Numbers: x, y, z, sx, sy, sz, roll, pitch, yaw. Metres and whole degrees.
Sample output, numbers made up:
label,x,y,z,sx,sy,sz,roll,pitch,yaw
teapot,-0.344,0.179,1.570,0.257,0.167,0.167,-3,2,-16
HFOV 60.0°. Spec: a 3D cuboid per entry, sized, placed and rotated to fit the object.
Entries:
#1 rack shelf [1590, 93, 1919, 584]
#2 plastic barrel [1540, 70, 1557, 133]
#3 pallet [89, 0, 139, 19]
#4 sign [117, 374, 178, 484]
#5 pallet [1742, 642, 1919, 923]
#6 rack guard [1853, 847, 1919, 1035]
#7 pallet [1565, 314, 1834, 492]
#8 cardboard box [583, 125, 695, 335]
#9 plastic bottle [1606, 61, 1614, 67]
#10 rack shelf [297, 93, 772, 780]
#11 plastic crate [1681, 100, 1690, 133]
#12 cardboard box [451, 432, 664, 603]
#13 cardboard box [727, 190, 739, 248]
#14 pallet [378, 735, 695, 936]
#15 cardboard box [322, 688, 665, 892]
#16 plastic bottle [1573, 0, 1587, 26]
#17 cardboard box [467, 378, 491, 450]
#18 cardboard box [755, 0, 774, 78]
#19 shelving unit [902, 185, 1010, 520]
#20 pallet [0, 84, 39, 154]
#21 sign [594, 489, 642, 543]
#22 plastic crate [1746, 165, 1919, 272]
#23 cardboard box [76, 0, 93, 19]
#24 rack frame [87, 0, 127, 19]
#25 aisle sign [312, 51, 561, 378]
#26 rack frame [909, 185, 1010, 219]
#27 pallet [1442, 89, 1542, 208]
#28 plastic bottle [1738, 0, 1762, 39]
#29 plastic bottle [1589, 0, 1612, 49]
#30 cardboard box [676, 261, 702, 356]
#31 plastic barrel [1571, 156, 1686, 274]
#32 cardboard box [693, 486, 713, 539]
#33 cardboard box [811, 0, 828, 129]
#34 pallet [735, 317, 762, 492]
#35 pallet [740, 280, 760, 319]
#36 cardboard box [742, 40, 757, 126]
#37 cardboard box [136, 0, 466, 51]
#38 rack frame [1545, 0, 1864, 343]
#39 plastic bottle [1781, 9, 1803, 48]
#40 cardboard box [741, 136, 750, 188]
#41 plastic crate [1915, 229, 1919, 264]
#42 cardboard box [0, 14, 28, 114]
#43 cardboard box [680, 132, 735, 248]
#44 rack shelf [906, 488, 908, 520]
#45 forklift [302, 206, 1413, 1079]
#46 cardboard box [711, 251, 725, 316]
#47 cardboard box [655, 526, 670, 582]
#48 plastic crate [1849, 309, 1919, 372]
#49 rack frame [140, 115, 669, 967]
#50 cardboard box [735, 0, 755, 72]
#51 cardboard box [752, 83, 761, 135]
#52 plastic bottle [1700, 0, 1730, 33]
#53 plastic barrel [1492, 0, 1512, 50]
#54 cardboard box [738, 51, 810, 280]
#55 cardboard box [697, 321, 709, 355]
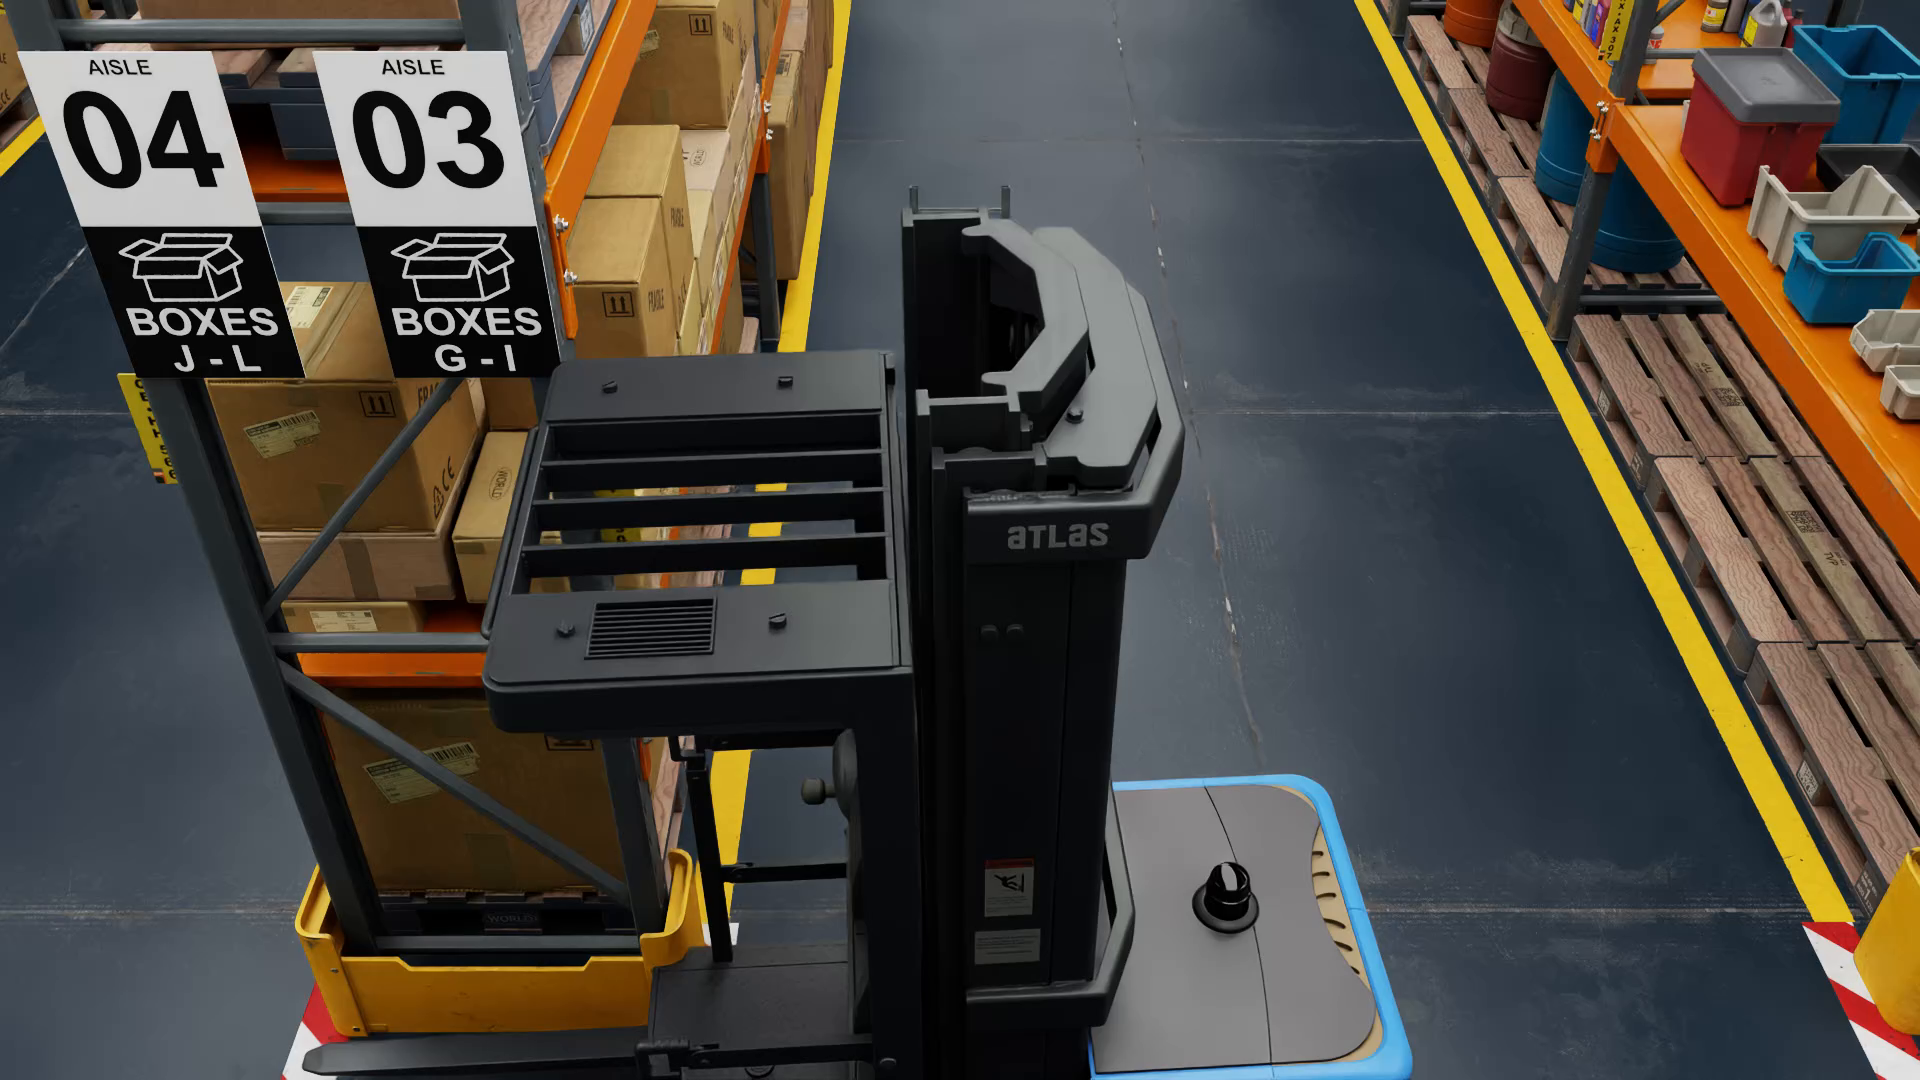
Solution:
label,x,y,z,sx,sy,sz,roll,pitch,yaw
rack shelf,3.530,-0.690,6.288,1.077,0.370,4.000,0,39,0
plastic barrel,3.632,-2.551,9.688,0.421,0.512,0.421,0,39,0
pallet,-6.315,-4.184,12.302,1.003,0.211,1.213,0,39,0
sign,-1.963,-0.269,4.072,0.100,0.325,0.005,0,39,0
pallet,3.570,0.852,6.018,1.003,0.211,1.213,0,39,0
rack guard,3.545,1.270,5.265,1.175,0.500,0.348,0,39,0
pallet,3.567,-0.673,7.922,1.003,0.211,1.213,0,39,0
cardboard box,-1.158,-1.004,5.386,0.500,0.500,0.500,-1,39,-1
plastic bottle,3.204,-2.419,7.969,0.152,0.276,0.135,0,39,0
rack shelf,-1.423,-0.686,6.283,1.077,0.370,4.000,0,39,0
plastic crate,3.385,-1.851,7.324,0.396,0.136,0.243,0,39,0
cardboard box,-1.151,-0.074,4.826,0.500,0.250,0.500,-1,39,-1
cardboard box,-1.096,-1.286,6.657,0.380,0.149,0.250,1,39,1
pallet,-1.500,0.872,5.993,1.003,0.211,1.213,0,39,0
cardboard box,-1.501,0.549,5.530,0.875,0.875,0.875,0,39,0
plastic bottle,3.200,-2.777,8.356,0.144,0.351,0.185,0,39,0
cardboard box,-1.686,-0.394,5.225,0.500,0.250,0.500,-1,39,-1
cardboard box,-1.176,-2.545,7.947,0.500,0.500,0.500,0,39,0
shelving unit,0.000,-0.589,6.786,0.431,1.500,0.755,0,39,0
pallet,-6.392,-2.441,10.127,1.003,0.211,1.213,0,39,0
sign,-0.866,-0.082,4.198,0.100,0.325,0.005,0,39,0
plastic crate,3.345,-1.244,6.450,0.437,0.282,0.530,0,39,0
cardboard box,-6.128,-3.556,10.952,0.500,0.500,0.500,0,39,0
rack frame,-6.390,-4.779,10.815,1.000,3.000,0.127,0,39,0
aisle sign,-1.120,-0.686,3.629,0.394,0.787,0.004,0,39,0
rack frame,0.000,-0.818,7.072,0.400,1.500,0.023,0,39,0
pallet,3.564,-2.381,10.052,1.003,0.211,1.213,0,39,0
plastic bottle,3.935,-2.617,8.220,0.097,0.271,0.097,0,39,0
plastic bottle,3.158,-2.567,8.148,0.061,0.283,0.133,0,39,0
cardboard box,-1.155,-0.714,5.624,0.500,0.250,0.500,-1,39,-2
plastic barrel,3.544,-1.907,8.573,0.600,0.901,0.708,0,39,0
cardboard box,-1.503,-0.577,6.935,0.875,0.875,0.875,0,39,0
cardboard box,-1.456,-3.065,10.039,1.225,0.875,0.875,0,39,0
pallet,-1.502,-0.654,7.897,1.003,0.211,1.213,0,39,0
pallet,-1.501,-1.612,9.093,1.003,0.211,1.213,0,39,0
cardboard box,-1.162,-1.999,7.228,0.500,0.250,0.500,-1,39,-1
cardboard box,-1.475,-1.454,3.771,0.700,0.500,0.500,-2,39,-3
rack frame,3.528,-2.221,7.623,1.000,3.000,0.127,0,39,0
plastic bottle,3.954,-2.405,7.946,0.061,0.283,0.133,0,39,0
cardboard box,-1.097,-1.608,7.059,0.380,0.149,0.250,-1,39,-1
plastic crate,3.830,-1.053,6.328,0.293,0.136,0.466,0,39,0
cardboard box,-6.114,-2.901,10.134,0.500,0.500,0.500,-2,39,-2
cardboard box,-1.158,-1.357,6.426,0.500,0.250,0.500,1,39,1
rack shelf,0.000,-0.335,6.990,0.431,0.370,0.720,0,39,0
forklift,-0.427,0.711,4.018,3.031,2.935,1.130,-2,39,-3
cardboard box,-1.096,-0.967,6.258,0.380,0.149,0.250,1,39,1
cardboard box,-1.093,-0.001,5.054,0.380,0.149,0.250,-1,39,-1
plastic crate,3.321,-0.691,5.876,0.298,0.136,0.250,0,39,0
rack frame,-1.421,0.284,4.498,1.000,3.000,0.127,0,39,0
cardboard box,-1.157,-2.281,6.980,0.500,0.500,0.500,1,39,1
cardboard box,-1.097,-1.929,7.460,0.380,0.149,0.250,0,39,0
plastic bottle,3.783,-2.651,8.318,0.097,0.201,0.097,0,39,0
plastic barrel,3.631,-3.257,10.569,0.421,0.512,0.421,0,39,0
cardboard box,-1.446,-1.953,8.651,1.225,0.875,0.875,0,39,0
cardboard box,-1.095,-0.645,5.857,0.380,0.149,0.250,0,39,-1
